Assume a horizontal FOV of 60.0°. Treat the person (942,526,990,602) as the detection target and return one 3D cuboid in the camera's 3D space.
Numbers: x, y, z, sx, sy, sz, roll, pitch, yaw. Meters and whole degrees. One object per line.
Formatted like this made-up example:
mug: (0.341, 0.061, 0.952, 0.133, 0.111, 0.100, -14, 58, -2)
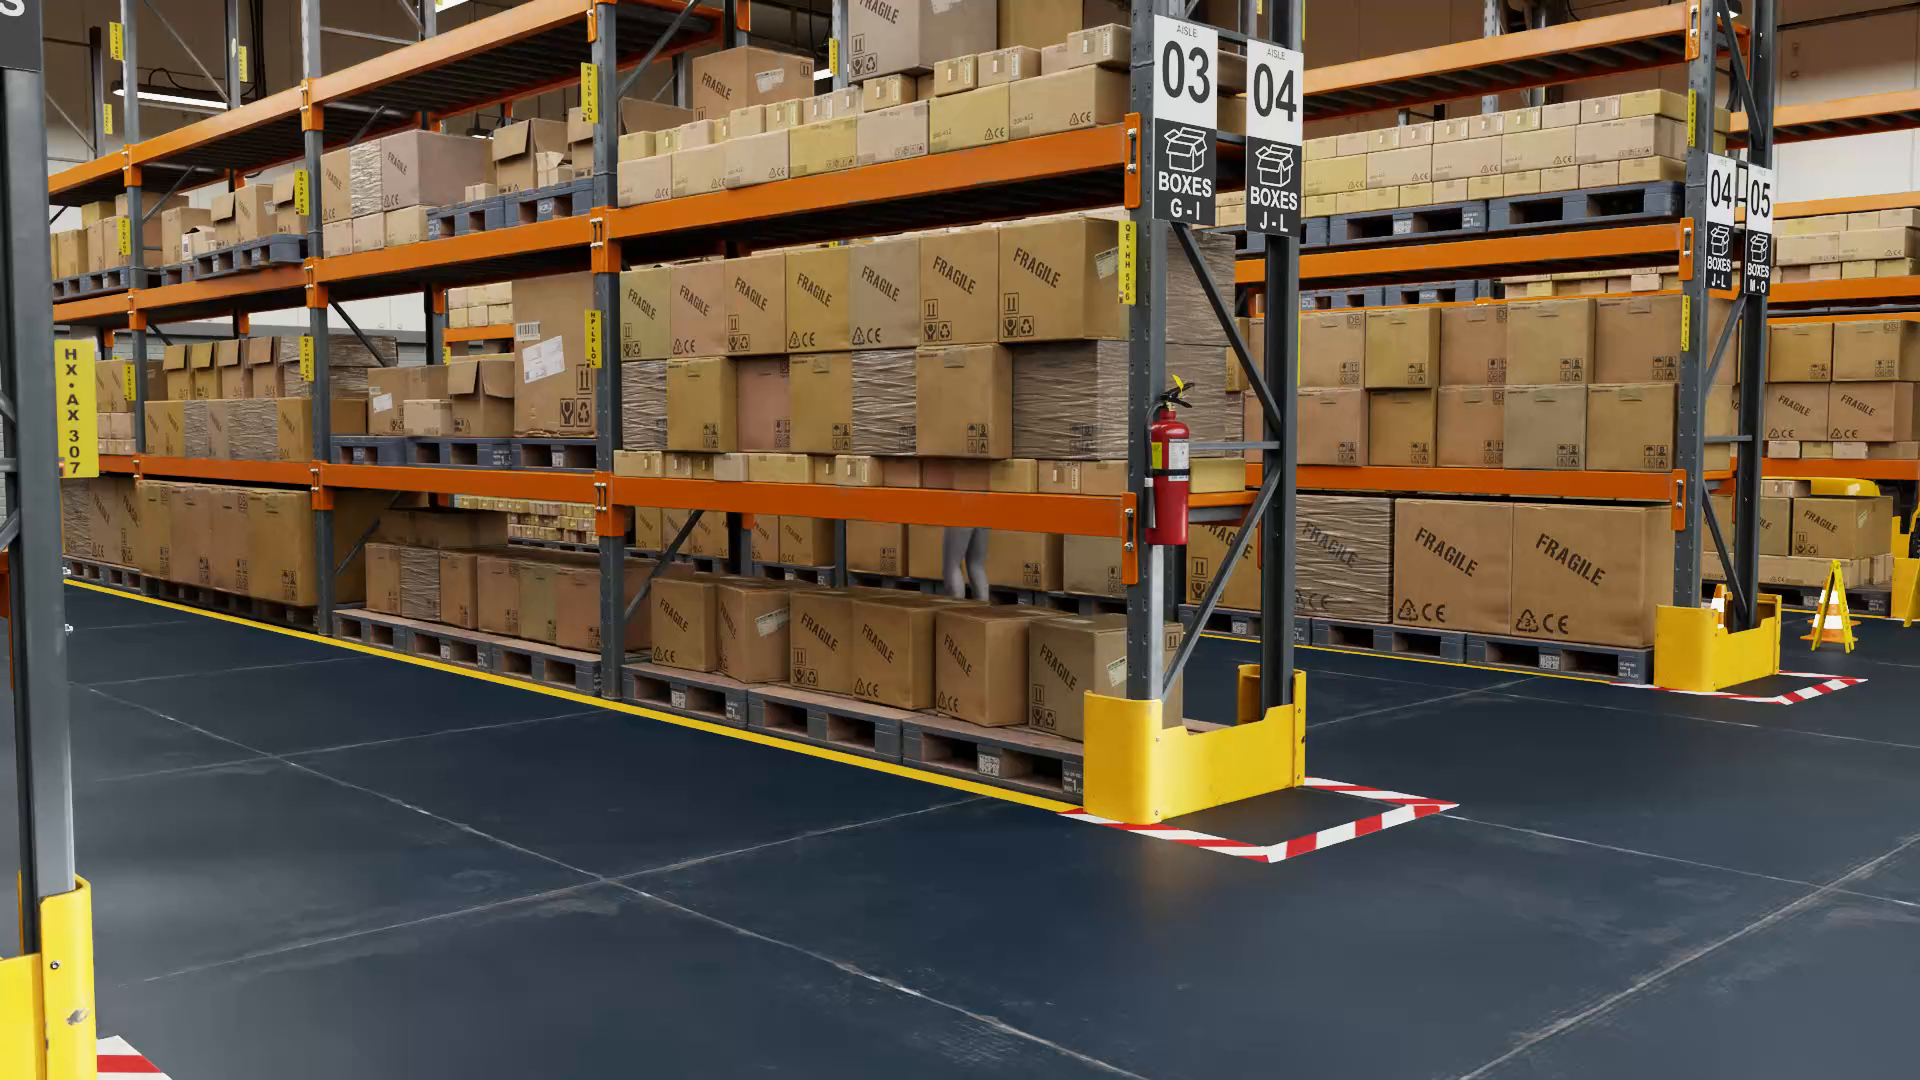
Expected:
person: (0.005, -0.152, 12.998, 0.449, 1.688, 0.535, -4, 6, -43)
